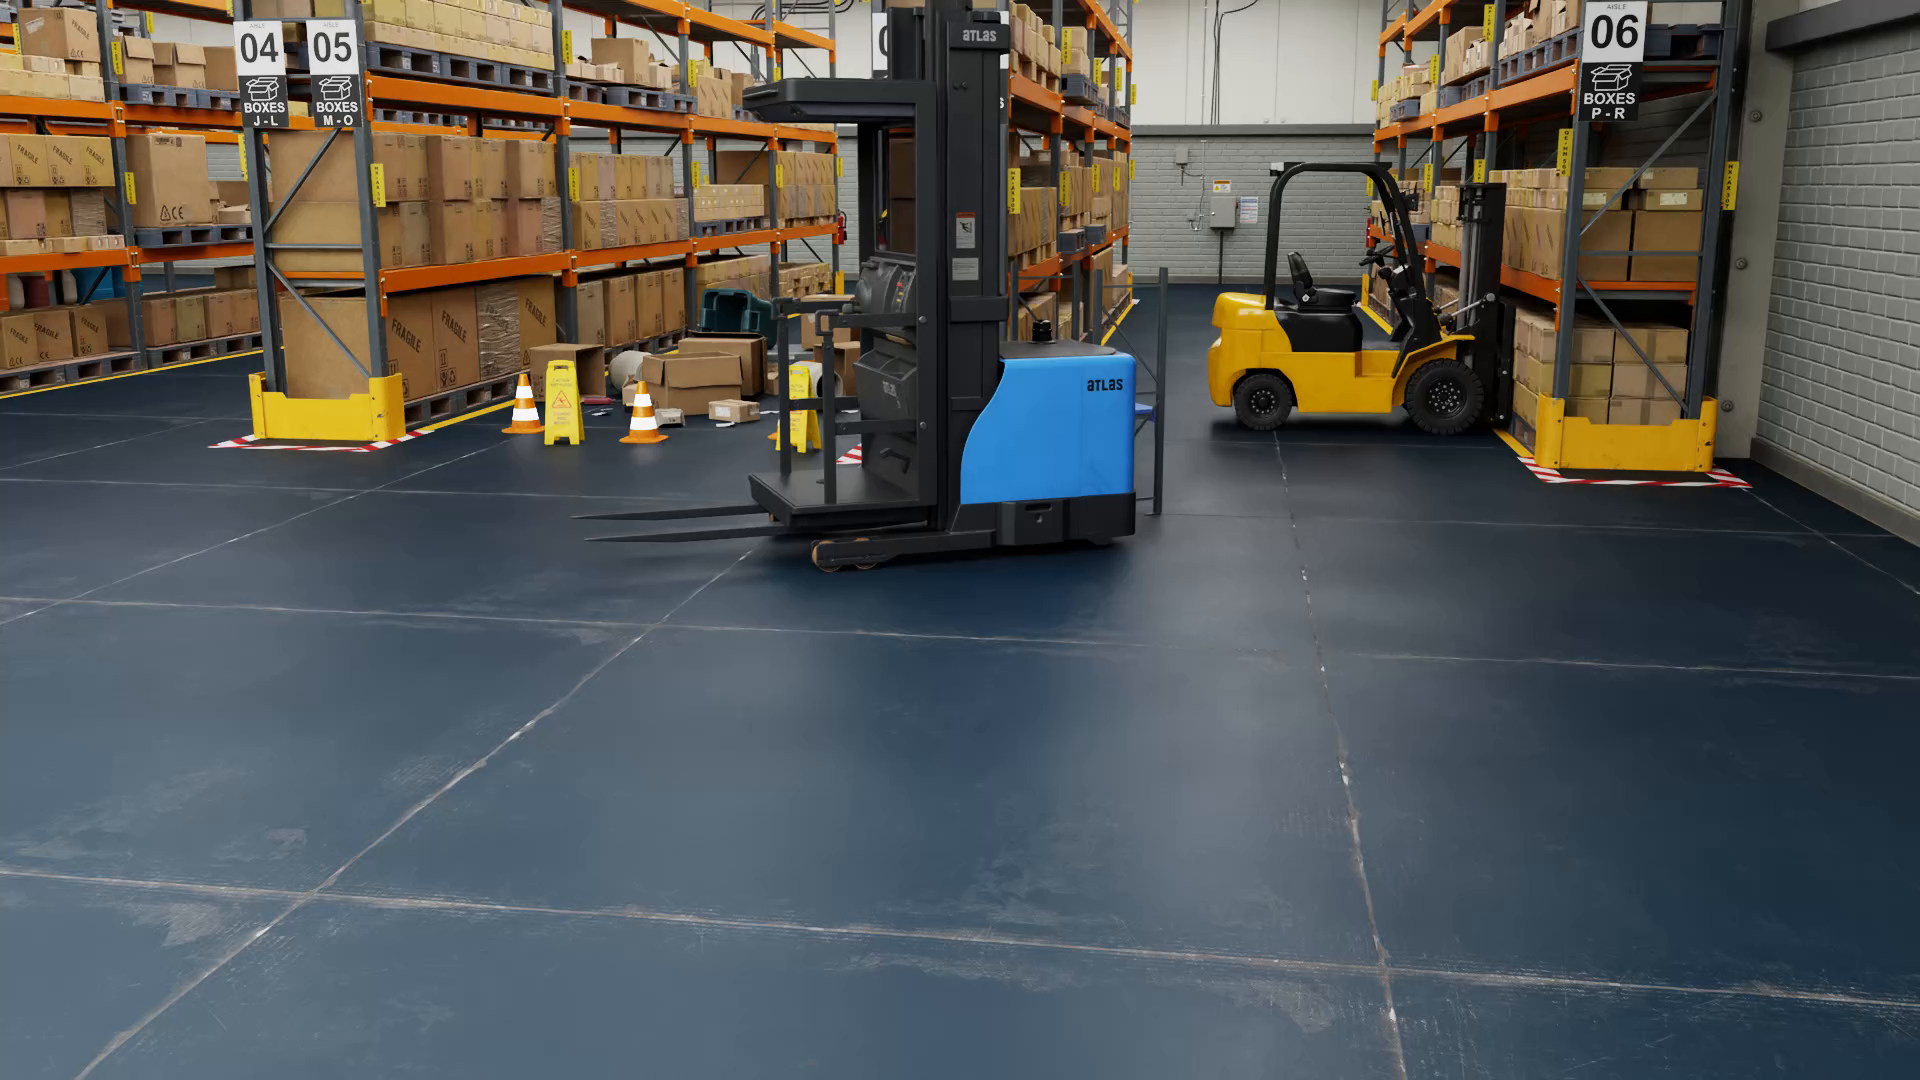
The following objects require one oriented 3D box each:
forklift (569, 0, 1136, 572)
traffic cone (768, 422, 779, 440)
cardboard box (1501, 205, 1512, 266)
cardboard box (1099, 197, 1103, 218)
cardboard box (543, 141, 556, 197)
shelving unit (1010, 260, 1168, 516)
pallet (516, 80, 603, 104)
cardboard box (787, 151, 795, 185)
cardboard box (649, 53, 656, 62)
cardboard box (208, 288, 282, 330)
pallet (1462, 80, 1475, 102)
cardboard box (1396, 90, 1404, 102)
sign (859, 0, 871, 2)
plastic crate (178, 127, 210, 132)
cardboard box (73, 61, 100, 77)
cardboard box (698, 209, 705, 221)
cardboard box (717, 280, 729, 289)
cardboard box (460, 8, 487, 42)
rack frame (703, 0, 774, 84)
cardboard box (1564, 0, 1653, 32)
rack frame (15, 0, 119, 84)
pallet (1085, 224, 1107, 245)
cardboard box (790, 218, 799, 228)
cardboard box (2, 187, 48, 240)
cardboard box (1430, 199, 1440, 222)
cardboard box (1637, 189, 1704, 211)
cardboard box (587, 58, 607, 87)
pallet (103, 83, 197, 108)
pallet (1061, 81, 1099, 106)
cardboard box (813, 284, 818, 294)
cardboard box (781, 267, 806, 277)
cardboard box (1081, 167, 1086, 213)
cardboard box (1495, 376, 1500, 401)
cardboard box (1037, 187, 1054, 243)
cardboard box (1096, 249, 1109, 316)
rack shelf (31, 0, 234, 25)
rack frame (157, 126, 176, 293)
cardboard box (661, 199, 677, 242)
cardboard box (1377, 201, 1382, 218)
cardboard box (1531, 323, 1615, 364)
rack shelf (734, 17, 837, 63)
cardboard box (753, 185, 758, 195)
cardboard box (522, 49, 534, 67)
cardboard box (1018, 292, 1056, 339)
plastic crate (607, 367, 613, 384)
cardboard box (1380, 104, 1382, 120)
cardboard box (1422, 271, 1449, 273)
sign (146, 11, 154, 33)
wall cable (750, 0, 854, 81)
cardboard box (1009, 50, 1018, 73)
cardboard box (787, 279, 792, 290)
[{"bbox_3d":[-0.590,-1.389,8.982,3.031,2.935,1.130,-4,13,-19],"label":"forklift"},{"bbox_3d":[-1.352,-1.054,13.286,0.336,0.463,0.334,2,12,9],"label":"traffic cone"},{"bbox_3d":[4.910,-2.586,14.136,0.500,0.500,0.500,2,12,8],"label":"cardboard box"},{"bbox_3d":[1.578,-4.308,21.531,0.500,0.250,0.500,2,12,8],"label":"cardboard box"},{"bbox_3d":[-4.526,-3.660,16.439,0.875,0.550,0.550,2,12,9],"label":"cardboard box"},{"bbox_3d":[0.782,-0.967,10.419,0.538,1.500,1.048,-6,14,-26],"label":"shelving unit"},{"bbox_3d":[-4.343,-4.700,17.517,0.805,0.209,1.217,1,12,6],"label":"pallet"},{"bbox_3d":[-2.830,-5.678,25.403,0.500,0.500,0.500,2,12,7],"label":"cardboard box"},{"bbox_3d":[-4.014,-5.950,20.806,0.396,0.266,0.258,2,12,9],"label":"cardboard box"},{"bbox_3d":[-8.861,-2.886,20.656,0.700,0.500,0.500,1,12,4],"label":"cardboard box"},{"bbox_3d":[5.807,-4.665,17.349,1.003,0.211,1.213,2,12,11],"label":"pallet"},{"bbox_3d":[6.094,-5.997,22.440,0.380,0.149,0.250,2,12,9],"label":"cardboard box"},{"bbox_3d":[-0.689,-4.084,12.103,0.100,0.325,0.005,2,12,9],"label":"sign"},{"bbox_3d":[-12.522,-6.795,27.092,0.497,0.269,0.590,2,12,9],"label":"plastic crate"},{"bbox_3d":[-9.085,-4.828,17.064,0.380,0.149,0.250,2,12,10],"label":"cardboard box"},{"bbox_3d":[-3.510,-4.193,21.427,0.380,0.149,0.250,2,12,11],"label":"cardboard box"},{"bbox_3d":[-3.385,-3.195,22.134,0.500,0.500,0.500,2,12,9],"label":"cardboard box"},{"bbox_3d":[-4.491,-4.502,14.560,0.500,0.250,0.500,2,12,8],"label":"cardboard box"},{"bbox_3d":[-3.205,-7.733,24.016,1.000,3.000,0.127,2,12,9],"label":"rack frame"},{"bbox_3d":[4.589,-3.872,11.750,0.500,0.500,0.500,2,12,11],"label":"cardboard box"},{"bbox_3d":[-9.321,-6.249,17.131,1.000,3.000,0.127,2,12,9],"label":"rack frame"},{"bbox_3d":[1.082,-3.583,19.453,1.213,0.211,1.003,2,12,9],"label":"pallet"},{"bbox_3d":[-2.731,-4.946,25.920,0.380,0.149,0.250,2,12,10],"label":"cardboard box"},{"bbox_3d":[-9.540,-3.209,16.320,0.875,0.500,0.500,2,12,9],"label":"cardboard box"},{"bbox_3d":[5.658,-3.756,18.970,0.500,0.250,0.500,2,12,9],"label":"cardboard box"},{"bbox_3d":[5.070,-2.431,11.877,0.380,0.149,0.250,2,12,7],"label":"cardboard box"},{"bbox_3d":[-4.305,-5.290,18.776,0.500,0.311,0.500,2,12,8],"label":"cardboard box"},{"bbox_3d":[-9.120,-4.816,18.048,1.213,0.211,1.003,2,12,9],"label":"pallet"},{"bbox_3d":[0.828,-4.711,17.560,1.213,0.211,1.003,2,12,9],"label":"pallet"},{"bbox_3d":[-2.532,-4.112,27.225,0.380,0.149,0.250,1,12,6],"label":"cardboard box"},{"bbox_3d":[-2.681,-4.292,26.648,0.380,0.149,0.250,2,12,9],"label":"cardboard box"},{"bbox_3d":[1.146,-3.911,18.582,0.500,0.500,0.500,1,12,5],"label":"cardboard box"},{"bbox_3d":[4.751,-1.288,13.880,0.500,0.250,0.500,2,12,10],"label":"cardboard box"},{"bbox_3d":[0.577,-2.982,15.267,0.500,0.500,0.500,2,12,11],"label":"cardboard box"},{"bbox_3d":[1.554,-3.508,22.696,0.875,0.875,0.875,2,12,10],"label":"cardboard box"},{"bbox_3d":[-9.013,-6.119,19.181,1.077,0.370,4.000,2,12,9],"label":"rack shelf"},{"bbox_3d":[-12.984,-5.143,26.236,1.000,3.000,0.127,2,12,9],"label":"rack frame"},{"bbox_3d":[-3.702,-3.810,19.816,0.500,0.500,0.500,2,12,9],"label":"cardboard box"},{"bbox_3d":[6.734,-5.109,25.732,0.500,0.250,0.500,2,12,8],"label":"cardboard box"},{"bbox_3d":[4.524,-1.459,12.299,0.500,0.250,0.500,2,12,11],"label":"cardboard box"},{"bbox_3d":[-2.897,-7.796,26.024,1.077,0.370,4.000,2,12,9],"label":"rack shelf"},{"bbox_3d":[-3.114,-5.028,23.890,0.380,0.149,0.250,2,12,7],"label":"cardboard box"},{"bbox_3d":[-4.252,-4.540,15.683,0.380,0.149,0.250,2,12,10],"label":"cardboard box"},{"bbox_3d":[0.646,-2.092,15.828,0.500,0.500,0.500,2,12,8],"label":"cardboard box"},{"bbox_3d":[-3.167,-1.710,16.845,0.450,0.188,0.662,-3,8,40],"label":"plastic crate"},{"bbox_3d":[6.826,-6.682,25.909,0.500,0.250,0.500,2,12,10],"label":"cardboard box"},{"bbox_3d":[6.137,-3.404,21.567,0.380,0.149,0.250,2,12,9],"label":"cardboard box"},{"bbox_3d":[-12.441,-7.955,25.541,0.100,0.325,0.005,2,12,9],"label":"sign"},{"bbox_3d":[-3.200,-11.385,33.327,2.277,5.999,0.120,2,12,9],"label":"wall cable"},{"bbox_3d":[0.228,-3.565,12.392,0.380,0.149,0.250,2,12,9],"label":"cardboard box"},{"bbox_3d":[-2.836,-3.986,25.933,0.380,0.149,0.250,1,12,6],"label":"cardboard box"}]
